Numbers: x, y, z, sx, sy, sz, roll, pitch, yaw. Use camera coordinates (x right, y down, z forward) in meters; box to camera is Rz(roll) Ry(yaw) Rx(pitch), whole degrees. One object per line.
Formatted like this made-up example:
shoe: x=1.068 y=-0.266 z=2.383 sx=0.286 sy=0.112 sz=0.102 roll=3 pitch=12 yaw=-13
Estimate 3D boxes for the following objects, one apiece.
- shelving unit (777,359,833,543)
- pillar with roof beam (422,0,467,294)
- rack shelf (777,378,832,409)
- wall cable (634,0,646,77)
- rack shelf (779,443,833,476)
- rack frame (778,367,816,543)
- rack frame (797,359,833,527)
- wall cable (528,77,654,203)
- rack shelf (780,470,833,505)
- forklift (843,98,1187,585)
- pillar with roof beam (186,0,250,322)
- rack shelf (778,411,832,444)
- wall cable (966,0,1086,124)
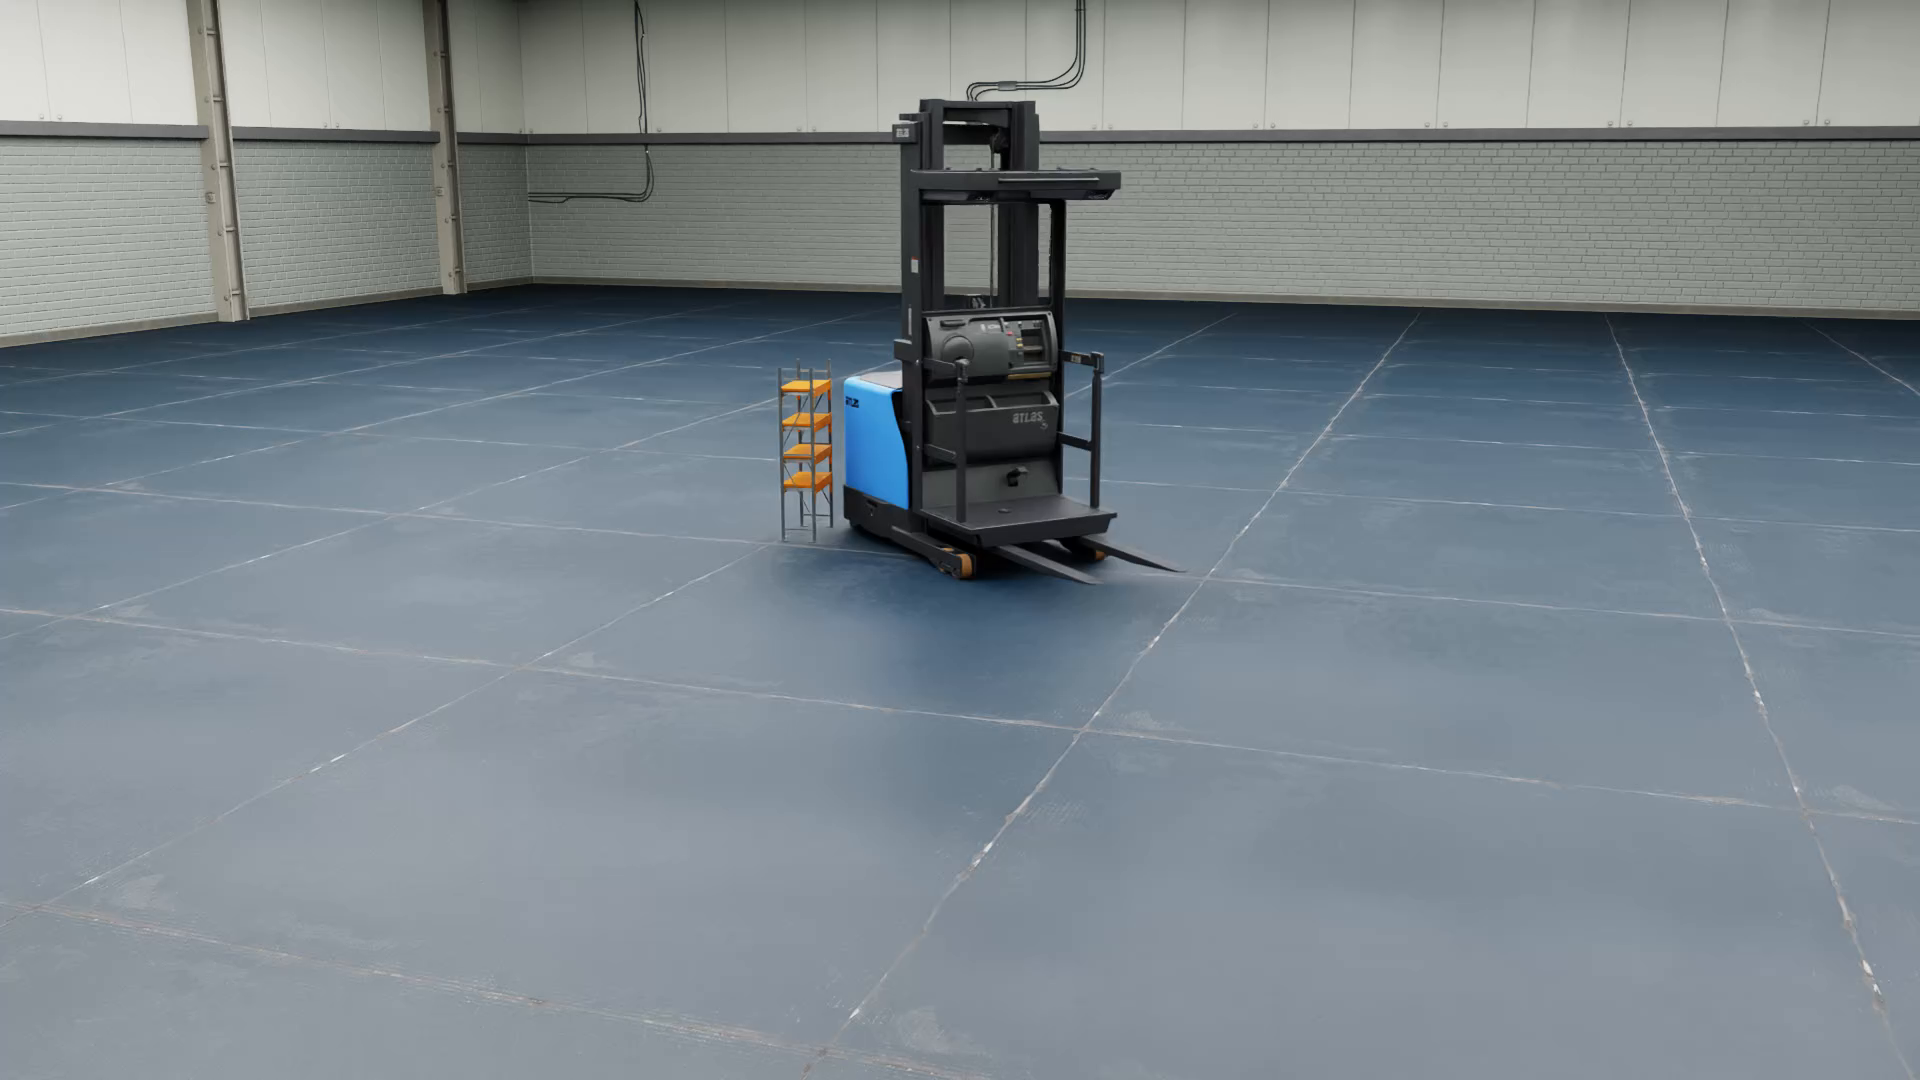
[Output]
shelving unit: x=-1.066 y=-0.627 z=11.539 sx=0.258 sy=1.200 sz=0.503 roll=2 pitch=13 yaw=9
pillar with roof beam: x=-5.895 y=-8.941 z=30.439 sx=9.100 sy=9.000 sz=0.400 roll=4 pitch=14 yaw=18
rack shelf: x=-1.066 y=-1.010 z=11.452 sx=0.258 sy=0.148 sz=0.480 roll=2 pitch=13 yaw=9
wall cable: x=-5.204 y=-10.530 z=33.028 sx=3.097 sy=2.526 sz=0.112 roll=4 pitch=14 yaw=18
rack shelf: x=-1.066 y=-0.562 z=11.554 sx=0.258 sy=0.148 sz=0.480 roll=2 pitch=13 yaw=9
rack frame: x=-1.107 y=-0.574 z=11.305 sx=0.240 sy=1.200 sz=0.015 roll=2 pitch=13 yaw=9
rack frame: x=-1.025 y=-0.681 z=11.774 sx=0.240 sy=1.200 sz=0.015 roll=2 pitch=13 yaw=9
wall cable: x=-7.764 y=-8.262 z=34.443 sx=3.097 sy=2.526 sz=0.112 roll=4 pitch=14 yaw=18
rack shelf: x=-1.066 y=-0.368 z=11.599 sx=0.258 sy=0.148 sz=0.480 roll=2 pitch=13 yaw=9
forklift: x=0.314 y=-1.294 z=10.570 sx=1.130 sy=2.935 sz=3.031 roll=-7 pitch=15 yaw=-28
pillar with roof beam: x=-7.836 y=-7.678 z=24.904 sx=9.100 sy=9.000 sz=0.400 roll=4 pitch=14 yaw=18
rack shelf: x=-1.066 y=-0.780 z=11.505 sx=0.258 sy=0.148 sz=0.480 roll=2 pitch=13 yaw=9
wall cable: x=1.214 y=-10.747 z=30.710 sx=2.305 sy=6.003 sz=0.169 roll=4 pitch=14 yaw=18
